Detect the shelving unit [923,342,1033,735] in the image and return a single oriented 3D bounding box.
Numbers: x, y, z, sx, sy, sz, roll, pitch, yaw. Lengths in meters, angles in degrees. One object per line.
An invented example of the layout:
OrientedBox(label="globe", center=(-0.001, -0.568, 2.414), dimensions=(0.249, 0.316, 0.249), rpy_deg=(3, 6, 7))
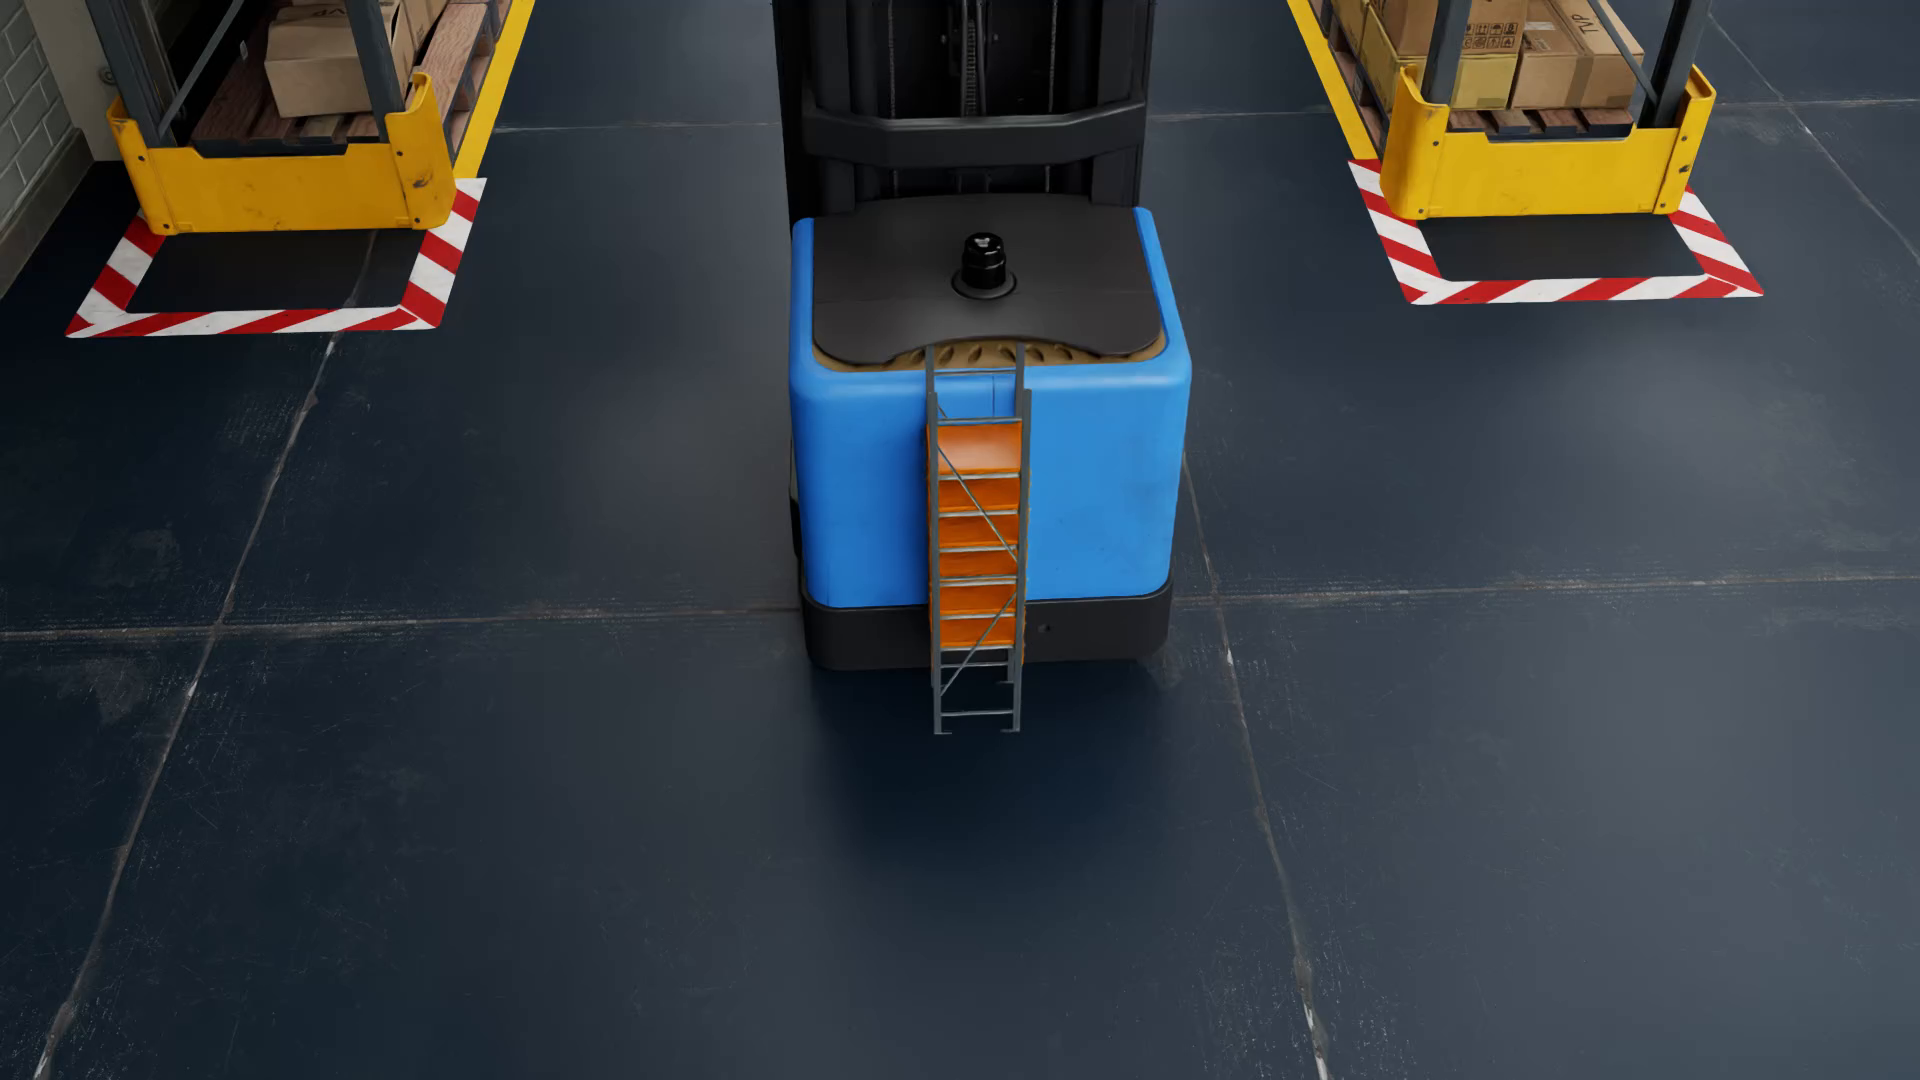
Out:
OrientedBox(label="shelving unit", center=(0.042, 0.036, 4.322), dimensions=(0.258, 1.200, 0.189), rpy_deg=(-2, 43, -3))

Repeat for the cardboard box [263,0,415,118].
OrientedBox(label="cardboard box", center=(-2.574, -2.029, 6.908), dimensions=(0.500, 0.311, 0.500), rpy_deg=(-6, 43, -7))

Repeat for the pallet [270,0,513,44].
OrientedBox(label="pallet", center=(-2.686, -2.783, 8.130), dimensions=(1.003, 0.211, 1.213), rpy_deg=(-2, 43, -2))

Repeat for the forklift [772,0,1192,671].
OrientedBox(label="forklift", center=(-0.004, -1.693, 4.928), dimensions=(1.130, 2.935, 3.031), rpy_deg=(-2, 43, -3))

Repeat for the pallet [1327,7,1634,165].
OrientedBox(label="pallet", center=(2.240, -2.020, 7.298), dimensions=(1.003, 0.211, 1.213), rpy_deg=(-2, 43, -2))

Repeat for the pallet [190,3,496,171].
OrientedBox(label="pallet", center=(-2.637, -1.961, 7.234), dimensions=(1.003, 0.211, 1.213), rpy_deg=(-2, 43, -2))

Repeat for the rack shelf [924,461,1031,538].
OrientedBox(label="rack shelf", center=(0.042, -0.108, 4.190), dimensions=(0.258, 0.103, 0.180), rpy_deg=(-2, 43, -3))

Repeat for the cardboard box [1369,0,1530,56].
OrientedBox(label="cardboard box", center=(1.994, -2.304, 6.713), dimensions=(0.500, 0.500, 0.500), rpy_deg=(-2, 43, -2))

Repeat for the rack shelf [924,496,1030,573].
OrientedBox(label="rack shelf", center=(0.042, -0.019, 4.271), dimensions=(0.258, 0.103, 0.180), rpy_deg=(-2, 43, -3))

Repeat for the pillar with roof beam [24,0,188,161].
OrientedBox(label="pillar with roof beam", center=(0.772, -5.171, 4.232), dimensions=(9.100, 9.000, 0.400), rpy_deg=(-2, 43, -2))

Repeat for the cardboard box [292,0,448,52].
OrientedBox(label="cardboard box", center=(-2.599, -2.414, 7.328), dimensions=(0.500, 0.311, 0.500), rpy_deg=(2, 43, 2))

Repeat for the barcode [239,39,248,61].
OrientedBox(label="barcode", center=(-2.975, -2.033, 6.906), dimensions=(0.001, 0.075, 0.075), rpy_deg=(-2, 43, -2))

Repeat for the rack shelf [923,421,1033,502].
OrientedBox(label="rack shelf", center=(0.042, -0.196, 4.109), dimensions=(0.258, 0.103, 0.180), rpy_deg=(-2, 43, -3))

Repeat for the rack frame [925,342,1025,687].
OrientedBox(label="rack frame", center=(0.037, -0.025, 4.390), dimensions=(0.240, 1.200, 0.006), rpy_deg=(-2, 43, -3))

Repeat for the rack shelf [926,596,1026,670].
OrientedBox(label="rack shelf", center=(0.042, 0.246, 4.515), dimensions=(0.258, 0.103, 0.180), rpy_deg=(-2, 43, -3))

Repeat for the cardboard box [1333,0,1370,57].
OrientedBox(label="cardboard box", center=(1.963, -2.365, 7.335), dimensions=(0.500, 0.250, 0.500), rpy_deg=(-2, 43, -2))

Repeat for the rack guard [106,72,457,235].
OrientedBox(label="rack guard", center=(-2.638, -1.518, 6.537), dimensions=(1.175, 0.500, 0.348), rpy_deg=(-2, 43, -2))

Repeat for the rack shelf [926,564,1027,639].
OrientedBox(label="rack shelf", center=(0.042, 0.158, 4.433), dimensions=(0.258, 0.103, 0.180), rpy_deg=(-2, 43, -3))

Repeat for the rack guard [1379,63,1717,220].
OrientedBox(label="rack guard", center=(2.315, -1.596, 6.621), dimensions=(1.175, 0.500, 0.348), rpy_deg=(-2, 43, -2))

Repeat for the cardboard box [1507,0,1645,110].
OrientedBox(label="cardboard box", center=(2.514, -2.043, 6.983), dimensions=(0.500, 0.250, 0.500), rpy_deg=(-2, 43, -2))

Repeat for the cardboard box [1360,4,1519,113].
OrientedBox(label="cardboard box", center=(1.996, -2.028, 6.967), dimensions=(0.500, 0.250, 0.500), rpy_deg=(-2, 43, -2))

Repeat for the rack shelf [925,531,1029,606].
OrientedBox(label="rack shelf", center=(0.042, 0.069, 4.352), dimensions=(0.258, 0.103, 0.180), rpy_deg=(-2, 43, -3))

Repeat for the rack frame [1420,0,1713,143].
OrientedBox(label="rack frame", center=(2.314, -2.533, 5.794), dimensions=(1.000, 3.000, 0.127), rpy_deg=(-2, 43, -2))

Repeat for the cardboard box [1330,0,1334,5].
OrientedBox(label="cardboard box", center=(1.940, -2.703, 7.703), dimensions=(0.500, 0.250, 0.500), rpy_deg=(-2, 43, -2))

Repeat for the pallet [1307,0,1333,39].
OrientedBox(label="pallet", center=(2.191, -2.842, 8.194), dimensions=(1.003, 0.211, 1.213), rpy_deg=(-2, 43, -2))

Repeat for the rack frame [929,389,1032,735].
OrientedBox(label="rack frame", center=(0.048, 0.098, 4.255), dimensions=(0.240, 1.200, 0.006), rpy_deg=(-2, 43, -3))

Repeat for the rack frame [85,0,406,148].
OrientedBox(label="rack frame", center=(-2.635, -2.389, 5.636), dimensions=(1.000, 3.000, 0.127), rpy_deg=(-2, 43, -2))
